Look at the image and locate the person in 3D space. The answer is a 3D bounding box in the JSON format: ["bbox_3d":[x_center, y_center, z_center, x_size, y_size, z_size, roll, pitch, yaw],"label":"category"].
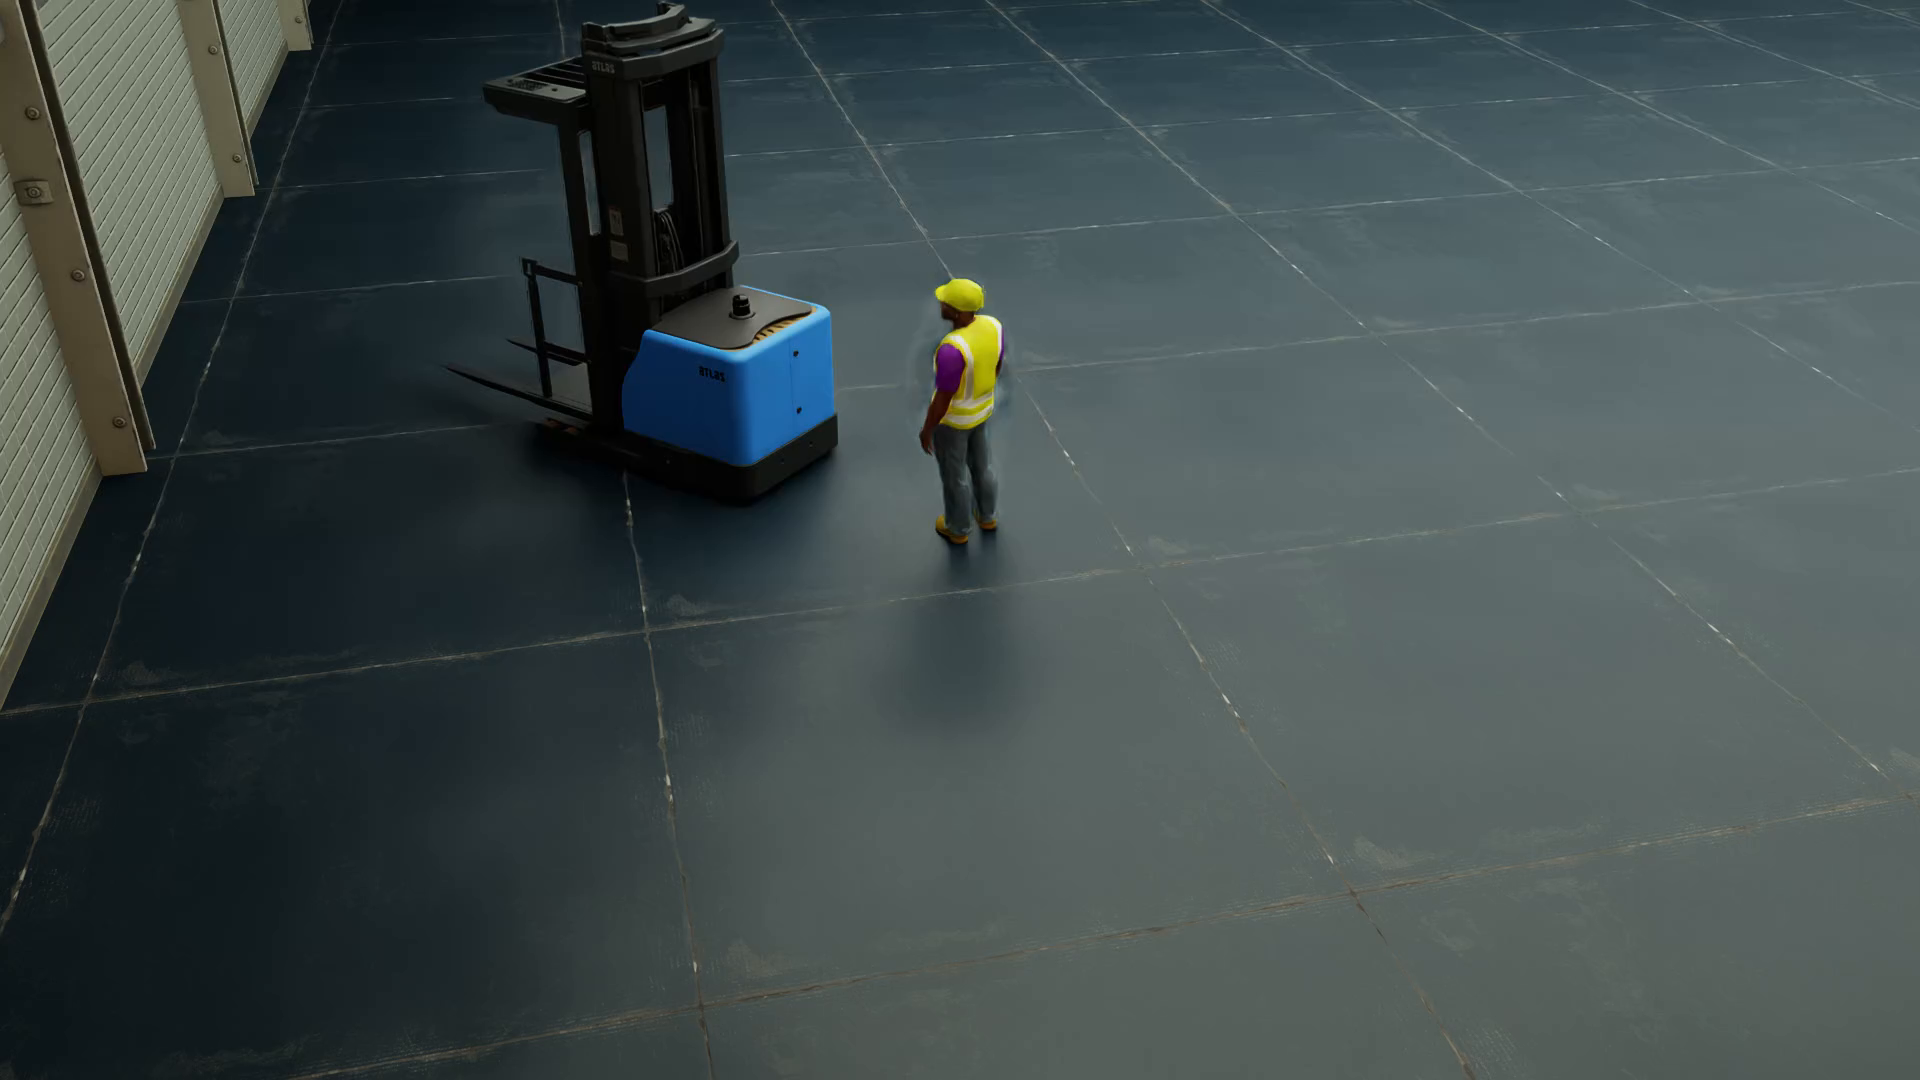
[{"bbox_3d":[0.018,-0.792,10.097,0.444,1.768,0.765,18,35,29],"label":"person"}]

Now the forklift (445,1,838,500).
[{"bbox_3d":[-2.357,-2.086,11.178,3.031,2.935,1.130,18,35,28],"label":"forklift"}]
